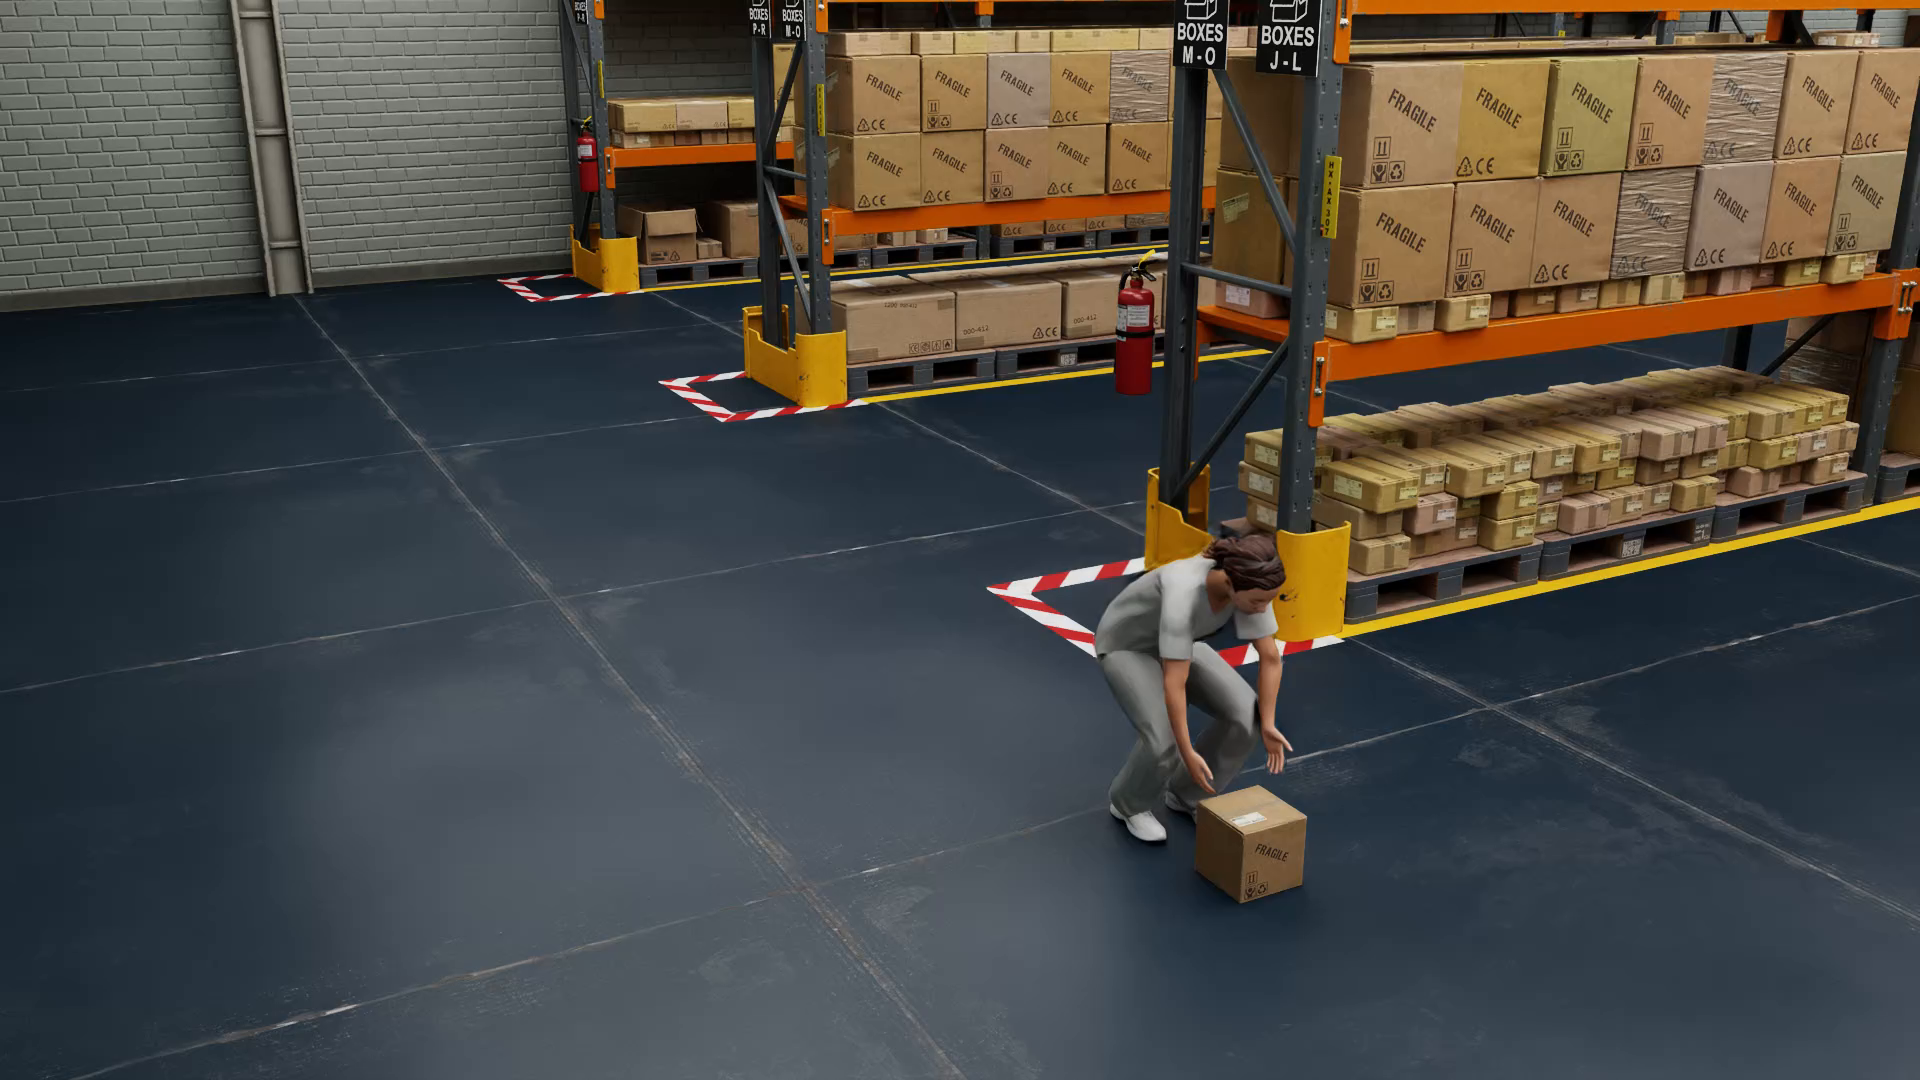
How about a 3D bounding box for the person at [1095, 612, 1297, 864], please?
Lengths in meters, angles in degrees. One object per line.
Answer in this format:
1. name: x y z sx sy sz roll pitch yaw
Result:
1. person: 0.789 0.599 5.565 0.484 0.860 0.799 -10 21 -27
